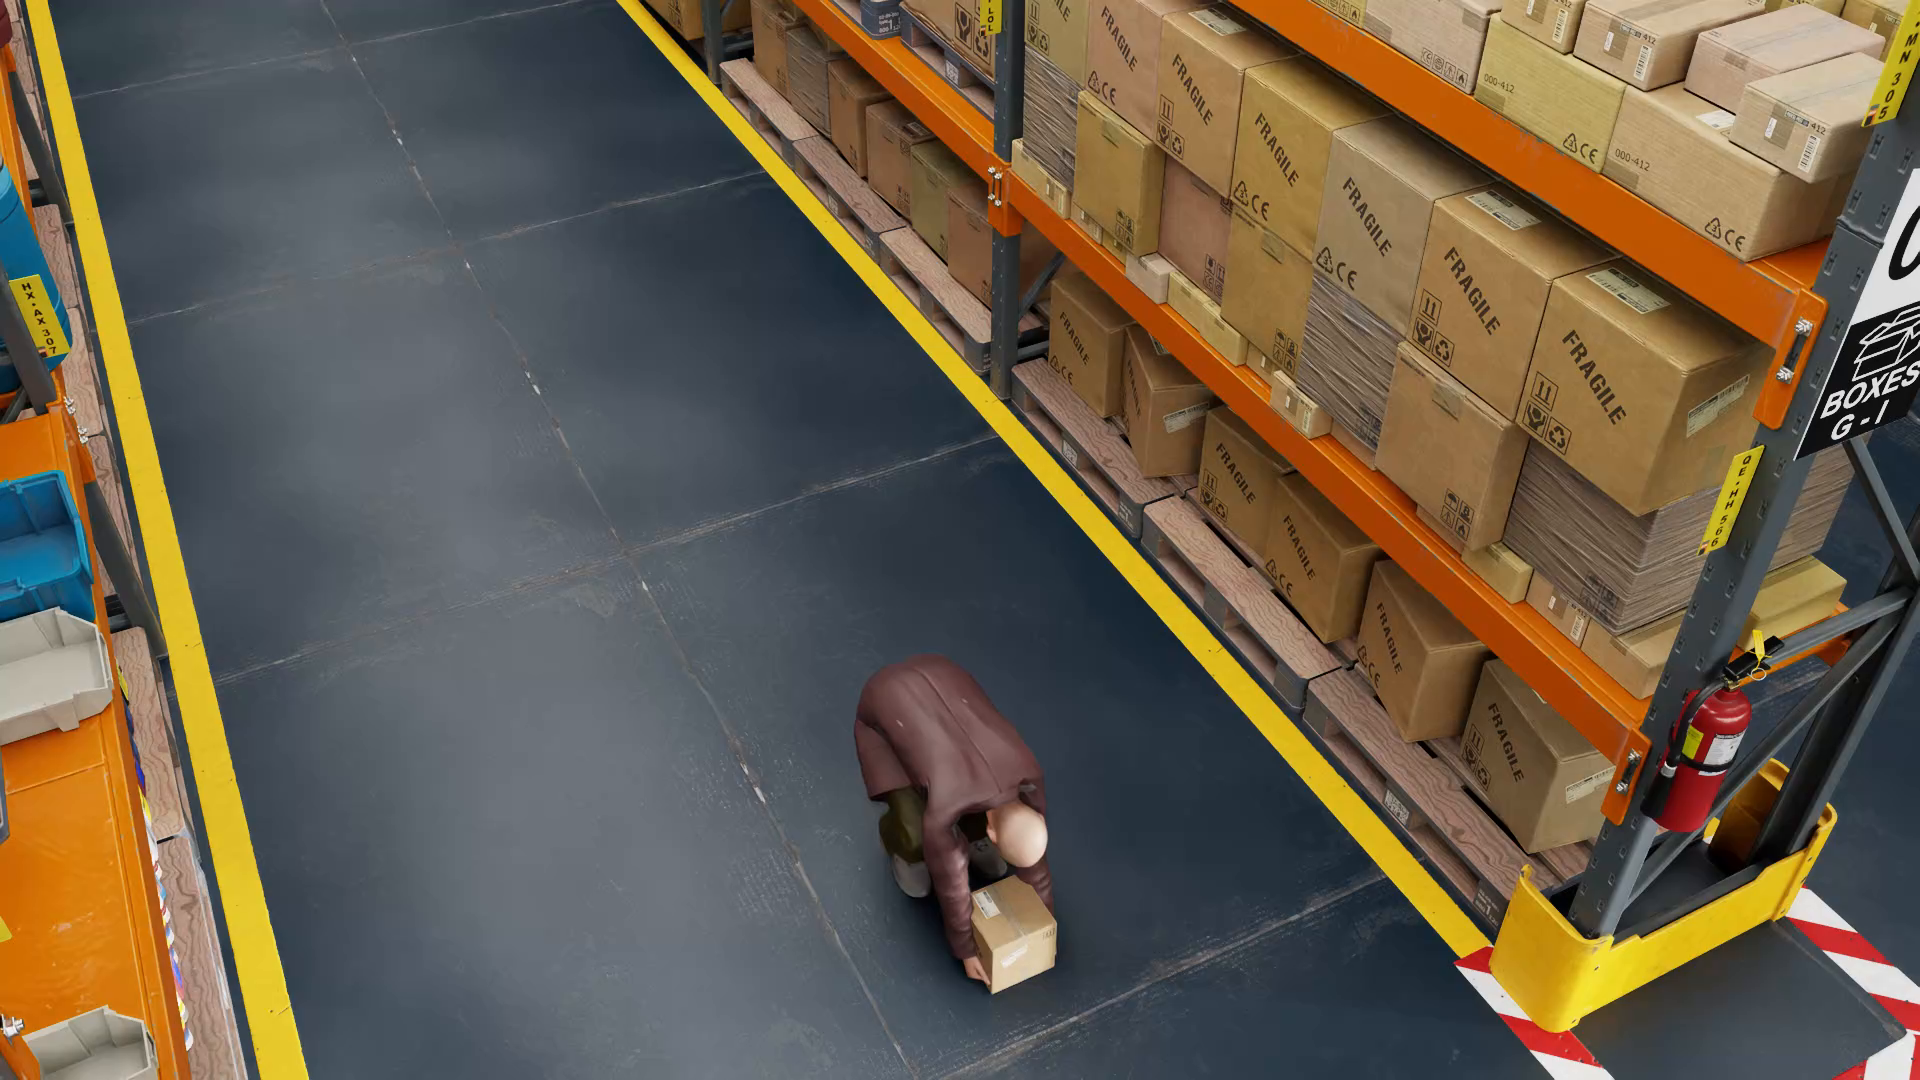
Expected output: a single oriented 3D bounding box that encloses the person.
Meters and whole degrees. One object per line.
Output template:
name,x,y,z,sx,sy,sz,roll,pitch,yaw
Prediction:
person,-0.009,0.924,5.797,0.585,0.897,0.953,-20,45,-22
